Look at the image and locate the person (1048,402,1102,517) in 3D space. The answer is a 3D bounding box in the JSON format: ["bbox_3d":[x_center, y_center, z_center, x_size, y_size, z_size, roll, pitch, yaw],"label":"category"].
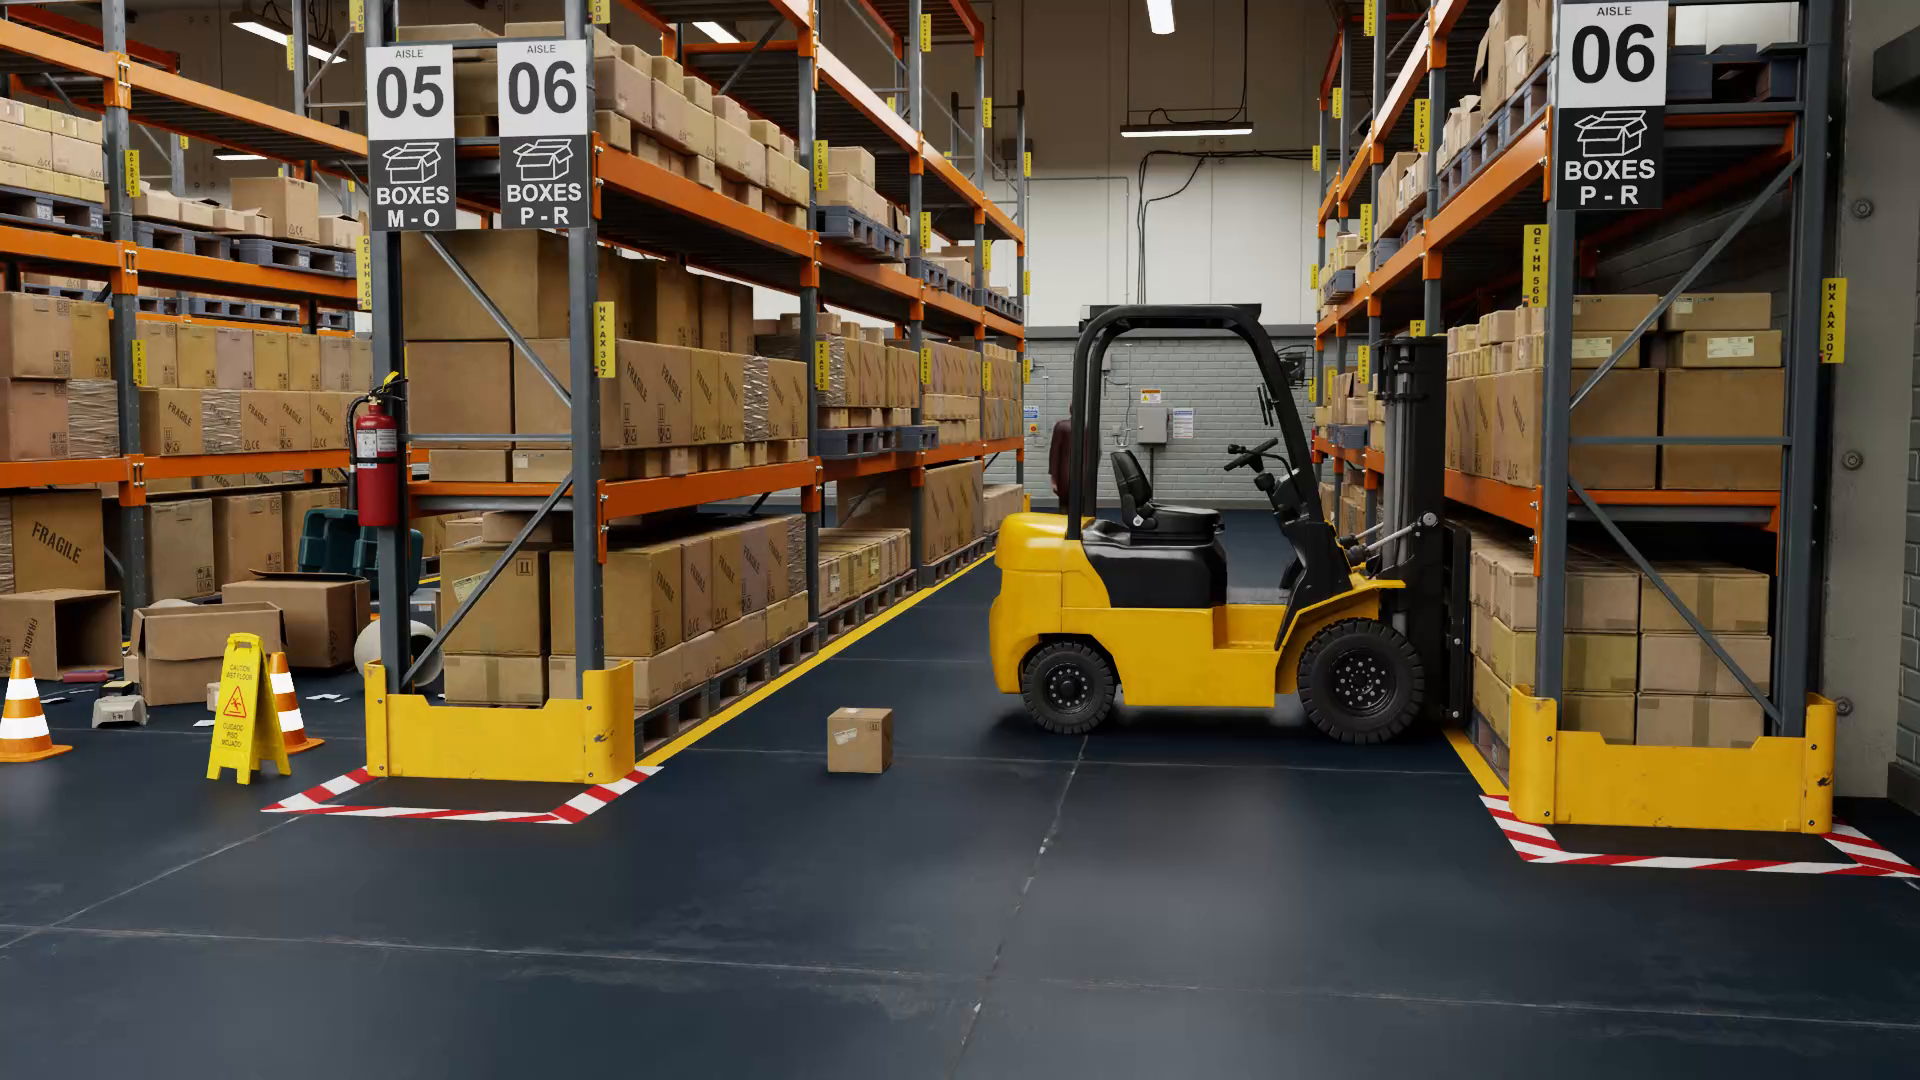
[{"bbox_3d":[1.290,-0.687,18.570,0.580,1.818,0.536,1,4,12],"label":"person"}]
